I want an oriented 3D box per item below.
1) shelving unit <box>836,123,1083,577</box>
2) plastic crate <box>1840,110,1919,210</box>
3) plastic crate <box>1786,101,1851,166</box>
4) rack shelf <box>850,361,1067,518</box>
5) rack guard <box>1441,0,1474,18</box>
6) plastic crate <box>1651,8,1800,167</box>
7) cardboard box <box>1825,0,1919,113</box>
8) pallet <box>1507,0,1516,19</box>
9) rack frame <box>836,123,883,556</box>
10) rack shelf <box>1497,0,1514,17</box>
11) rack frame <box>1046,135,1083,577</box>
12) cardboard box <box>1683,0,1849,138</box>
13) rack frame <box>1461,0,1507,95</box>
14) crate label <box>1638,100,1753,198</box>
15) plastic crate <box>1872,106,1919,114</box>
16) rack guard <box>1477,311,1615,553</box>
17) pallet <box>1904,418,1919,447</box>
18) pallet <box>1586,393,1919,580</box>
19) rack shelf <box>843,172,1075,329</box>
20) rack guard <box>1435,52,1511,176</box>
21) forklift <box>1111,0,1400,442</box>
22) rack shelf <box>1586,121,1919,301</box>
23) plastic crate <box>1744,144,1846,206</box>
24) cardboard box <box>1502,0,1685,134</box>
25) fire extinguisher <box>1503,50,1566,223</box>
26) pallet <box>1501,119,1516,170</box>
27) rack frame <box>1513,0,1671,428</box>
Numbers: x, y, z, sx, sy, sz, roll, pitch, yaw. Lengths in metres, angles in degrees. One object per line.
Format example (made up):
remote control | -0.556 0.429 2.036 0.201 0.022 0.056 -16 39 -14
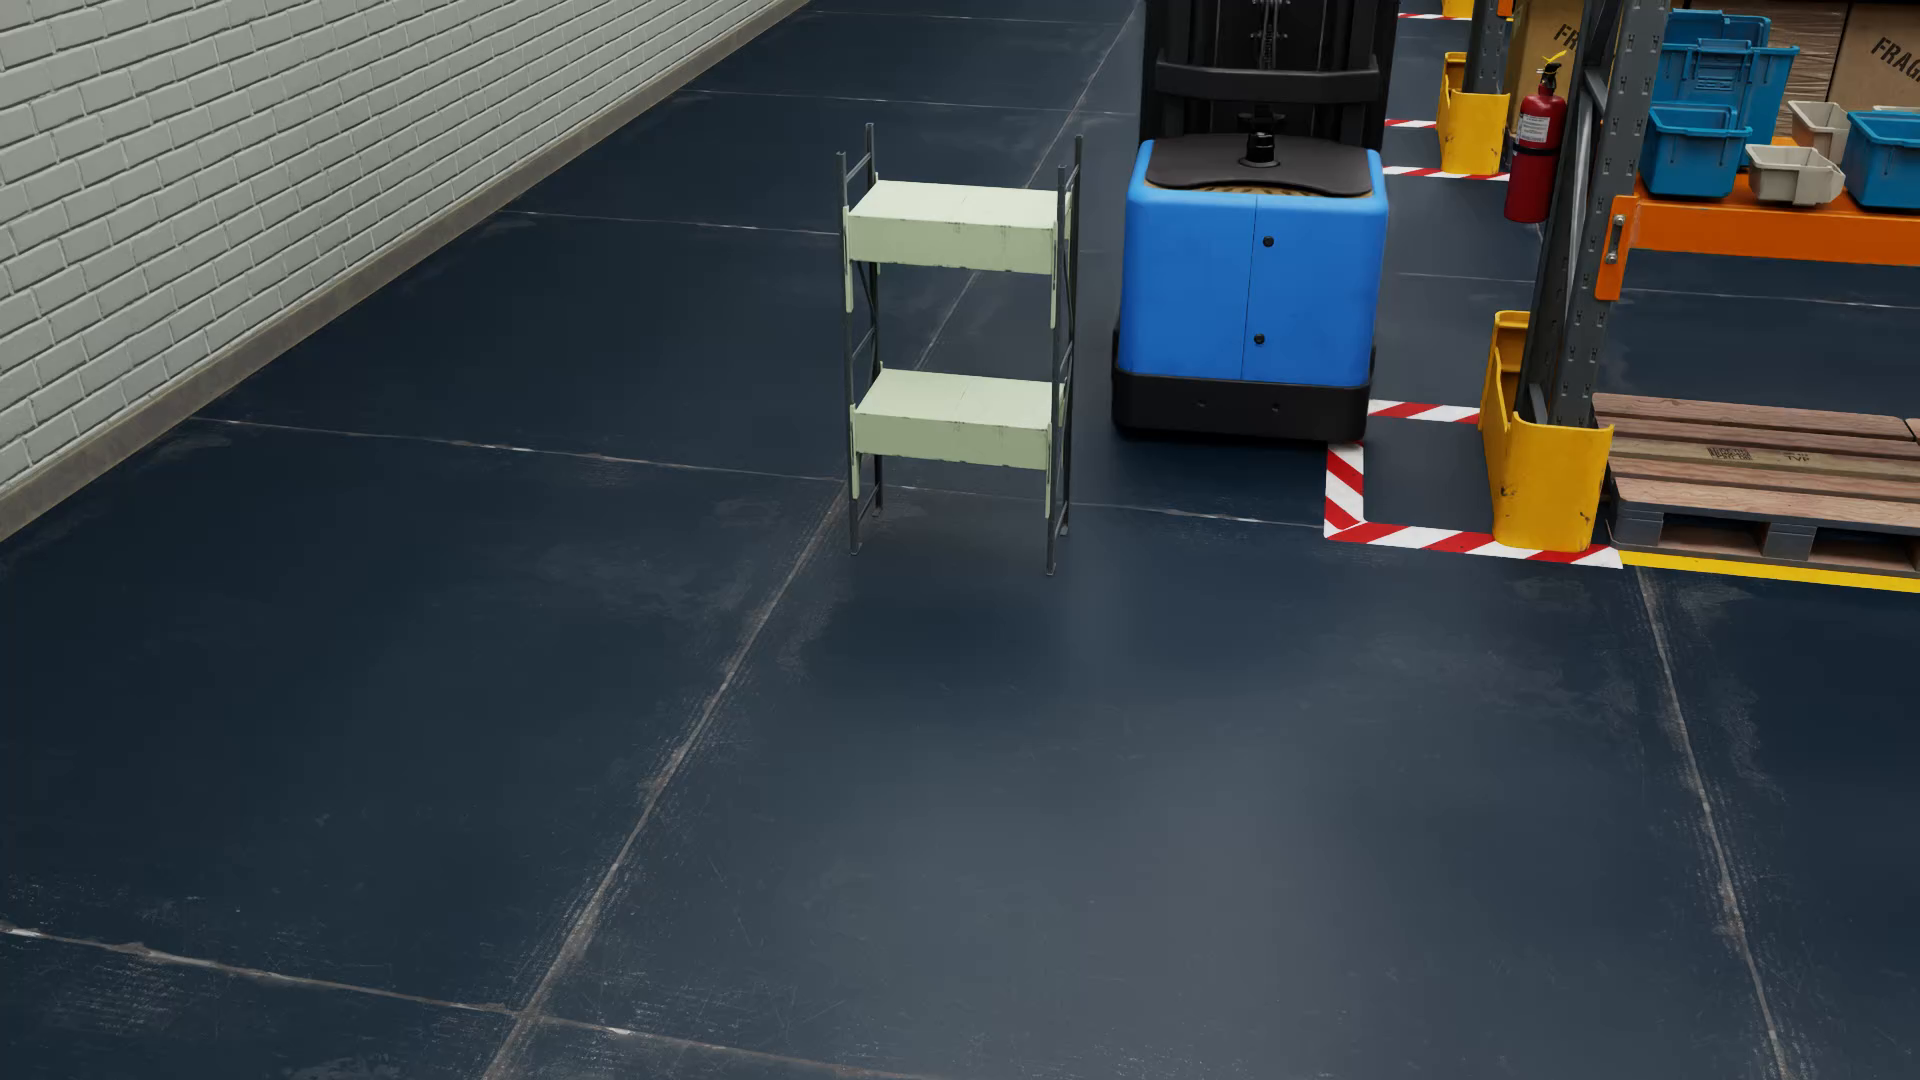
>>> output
shelving unit | 0.007 -0.657 5.889 0.755 1.500 0.431 6 29 11
plastic crate | 3.130 -1.263 5.545 0.300 0.233 0.416 6 29 11
plastic crate | 3.149 -1.470 6.023 0.243 0.136 0.396 6 29 11
rack shelf | 0.007 -0.371 6.045 0.720 0.370 0.431 6 29 11
rack guard | 4.557 -5.097 15.039 0.348 0.500 1.175 6 29 11
plastic crate | 2.680 -1.652 6.044 0.499 0.435 0.616 6 29 11
cardboard box | 5.751 -2.927 10.248 0.875 0.875 0.875 6 29 11
pallet | 5.344 -4.872 14.929 1.213 0.211 1.003 6 29 11
rack frame | -0.351 -0.694 5.956 0.023 1.500 0.400 6 29 11
rack shelf | 5.304 -3.366 10.023 4.000 0.370 1.077 6 29 11
rack frame | 0.364 -0.620 5.822 0.023 1.500 0.400 6 29 11
cardboard box | 4.881 -3.016 10.411 0.875 0.875 0.875 6 29 11
rack frame | 3.348 -3.882 10.217 0.127 3.000 1.000 6 29 11
crate label | 2.486 -1.329 5.666 0.303 0.233 0.416 6 29 11
plastic crate | 3.429 -1.434 5.957 0.243 0.136 0.396 6 29 11
rack guard | 2.288 -0.455 6.561 0.348 0.500 1.175 6 29 11
pallet | 4.302 -0.108 6.228 1.213 0.211 1.003 6 29 11
pallet | 3.112 -0.232 6.453 1.213 0.211 1.003 6 29 11
rack shelf | 0.007 -1.000 5.701 0.720 0.370 0.431 6 29 11
rack guard | 3.325 -2.788 10.821 0.348 0.500 1.175 6 29 11
forklift | 1.402 -2.375 7.536 1.130 2.935 3.031 5 29 9
rack shelf | 4.270 -1.040 5.774 4.000 0.370 1.077 6 29 11
plastic crate | 2.783 -1.216 5.559 0.298 0.136 0.250 6 29 11
cardboard box | 3.991 -3.107 10.577 0.875 0.875 0.875 6 29 11
fire extinguisher | 2.261 -1.587 6.493 0.183 0.674 0.296 6 29 11
pallet | 4.146 -2.615 10.807 1.213 0.211 1.003 6 29 11
rack frame | 2.314 -1.556 5.968 0.127 3.000 1.000 6 29 11
